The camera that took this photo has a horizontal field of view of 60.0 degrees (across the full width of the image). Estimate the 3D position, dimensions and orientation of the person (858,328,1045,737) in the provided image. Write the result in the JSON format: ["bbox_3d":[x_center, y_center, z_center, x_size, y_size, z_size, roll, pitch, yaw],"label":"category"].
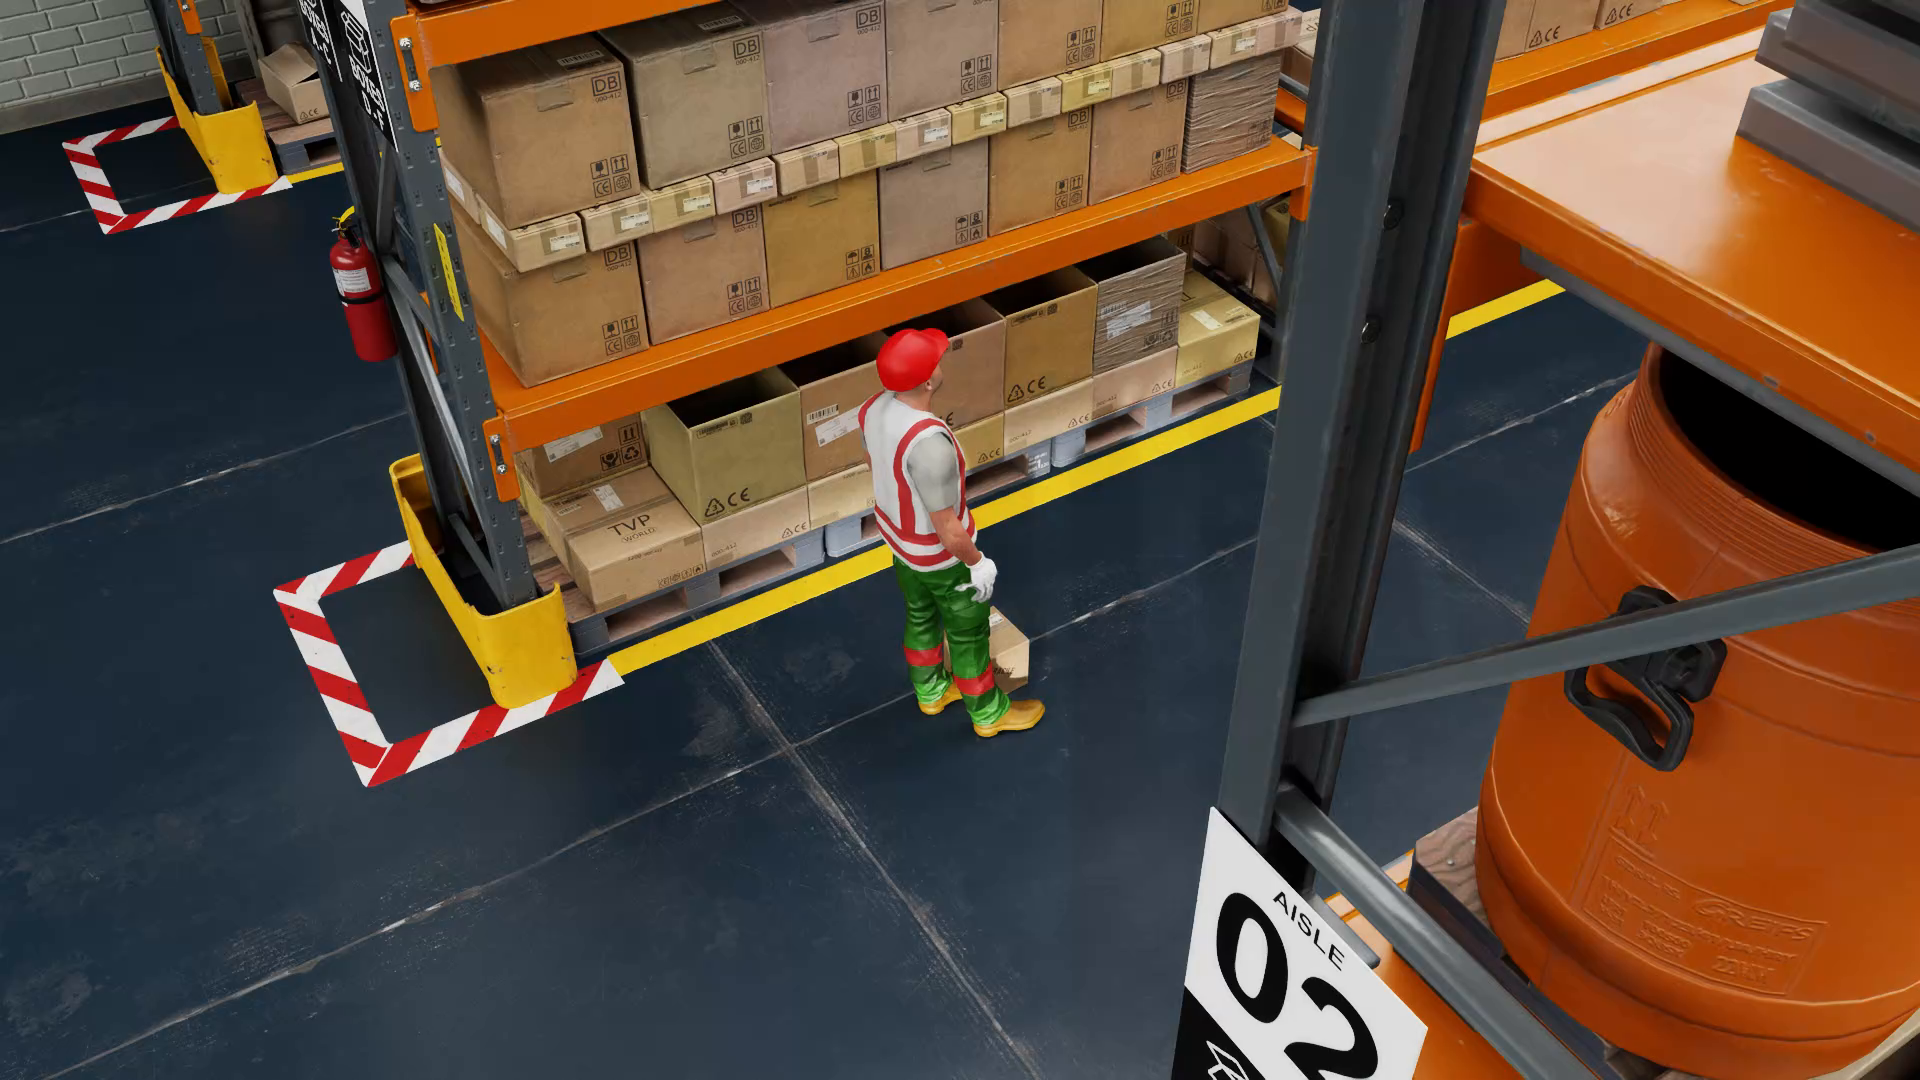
[{"bbox_3d":[-0.038,-0.031,6.160,0.564,1.787,0.638,-22,45,-24],"label":"person"}]
